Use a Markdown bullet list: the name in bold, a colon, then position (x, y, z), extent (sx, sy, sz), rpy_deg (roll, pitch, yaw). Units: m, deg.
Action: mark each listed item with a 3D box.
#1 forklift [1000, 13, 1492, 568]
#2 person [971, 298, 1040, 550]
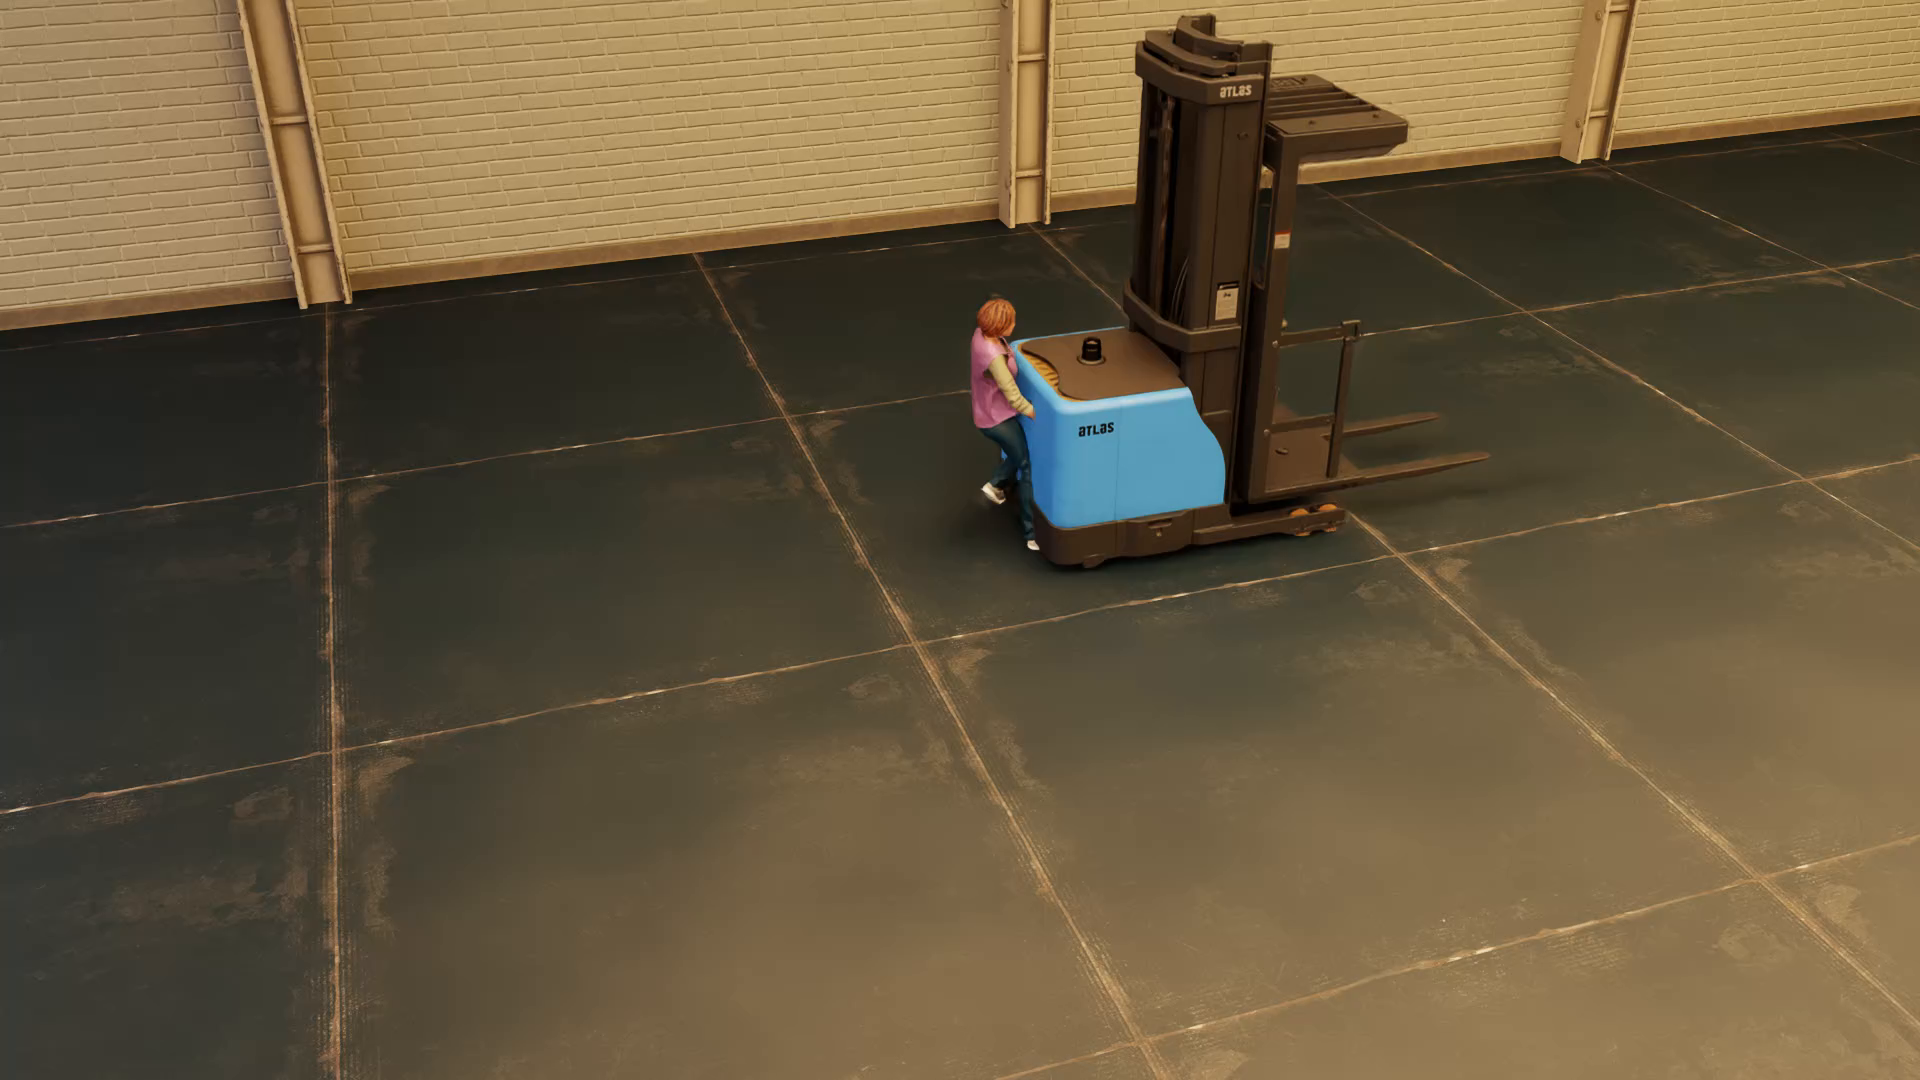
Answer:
- **forklift**: position (1.821, -1.531, 9.747), extent (3.031, 2.935, 1.130), rpy_deg (-9, 31, -16)
- **person**: position (0.362, -0.732, 9.804), extent (0.587, 1.478, 0.660), rpy_deg (-1, 30, -3)
